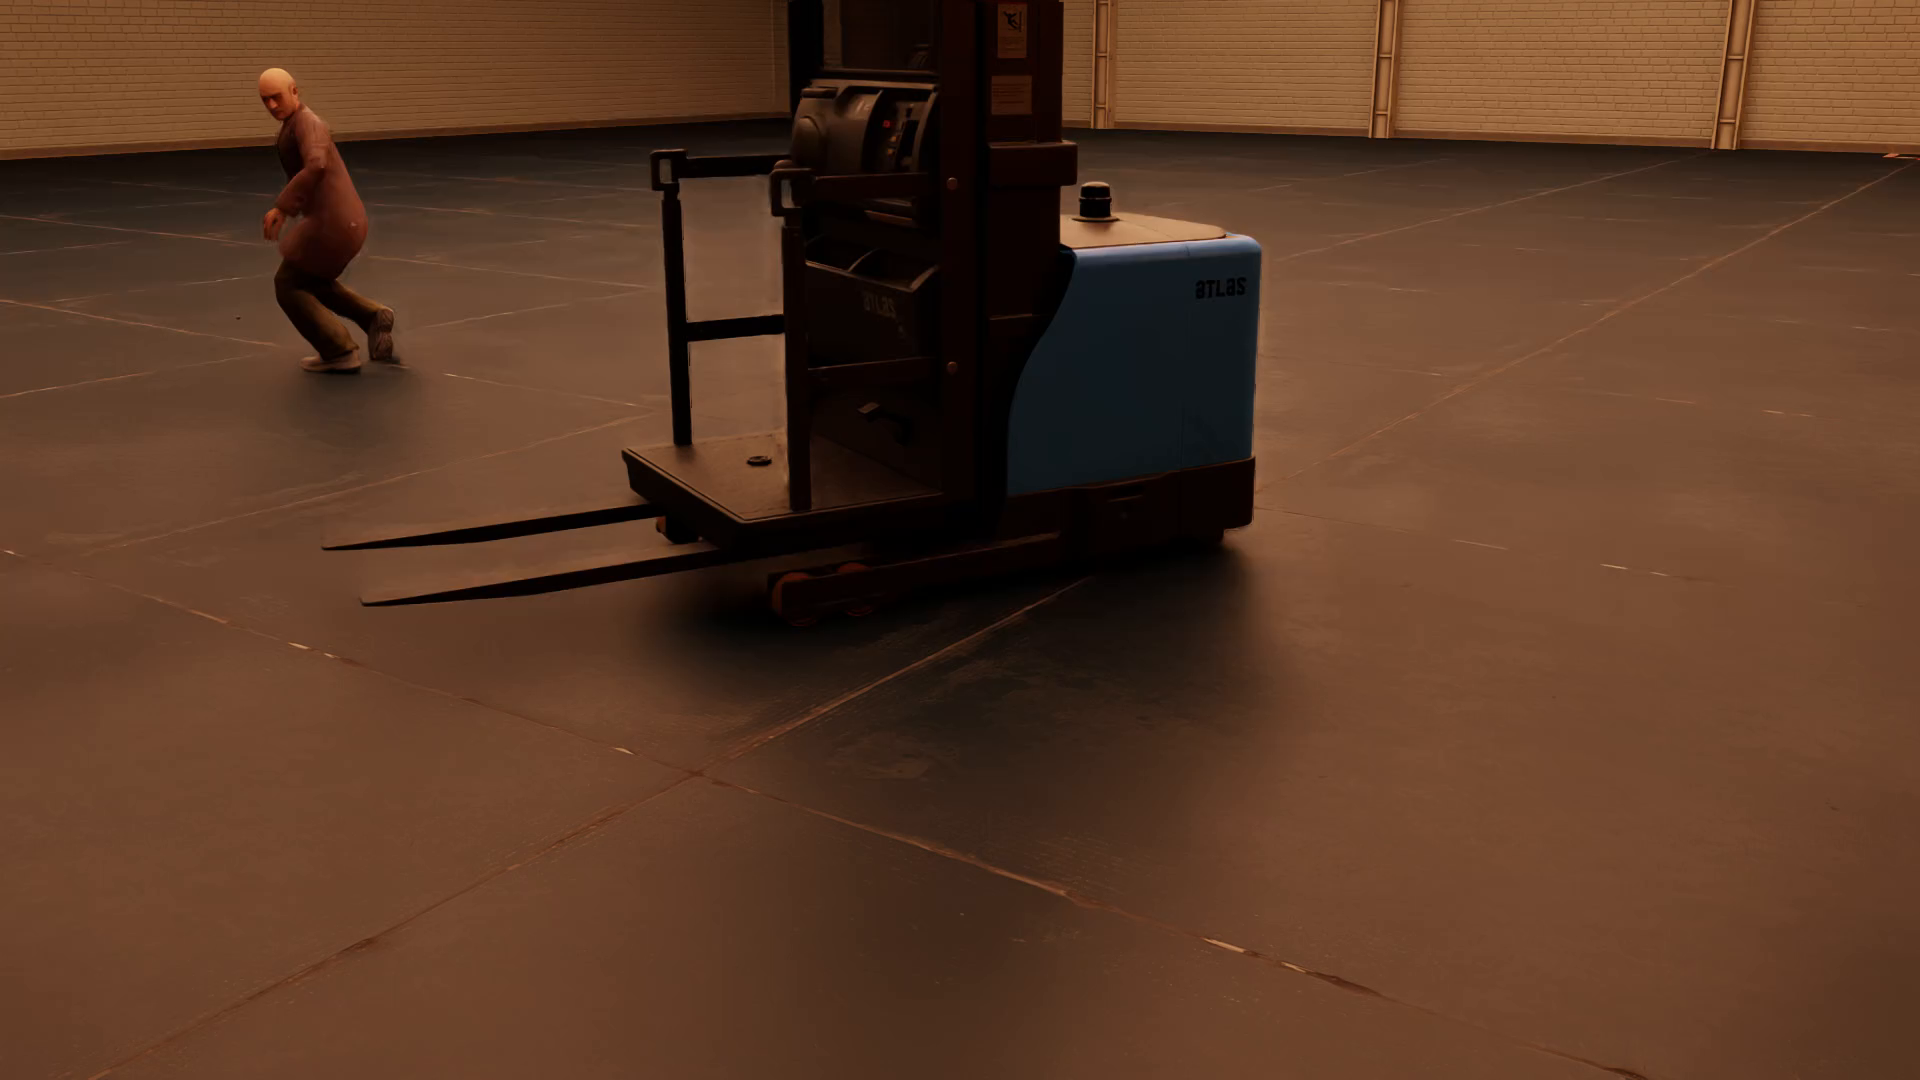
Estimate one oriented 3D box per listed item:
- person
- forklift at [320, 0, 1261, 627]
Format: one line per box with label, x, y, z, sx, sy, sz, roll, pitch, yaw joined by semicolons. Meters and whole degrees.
person;-3.414;-1.706;8.997;0.552;1.630;1.018;-2;17;-7
forklift;-0.495;-1.311;5.217;3.031;2.935;1.130;-9;19;-28
